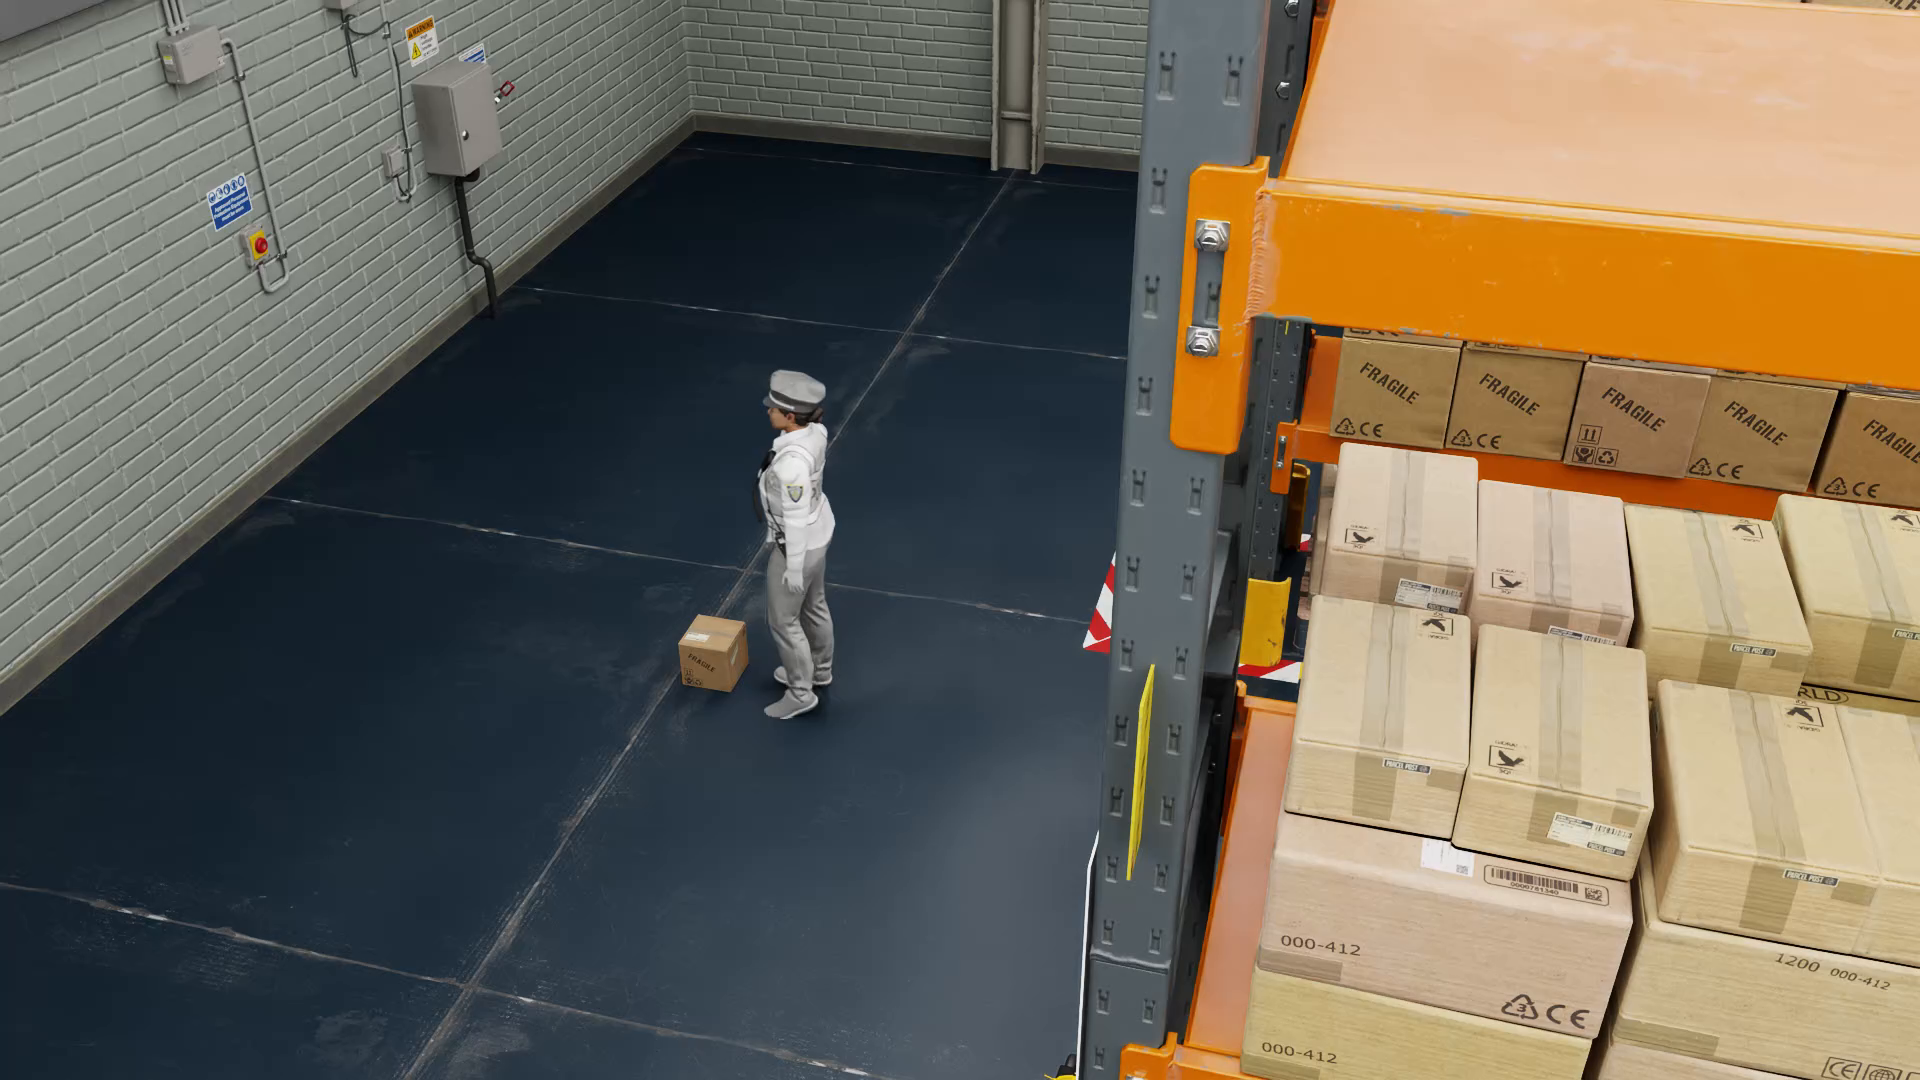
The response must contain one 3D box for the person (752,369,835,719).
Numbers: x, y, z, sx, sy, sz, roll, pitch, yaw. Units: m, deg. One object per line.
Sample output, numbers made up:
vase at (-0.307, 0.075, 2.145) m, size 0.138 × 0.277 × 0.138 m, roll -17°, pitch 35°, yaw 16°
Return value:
person at (-0.746, 0.033, 7.610) m, size 0.343 × 1.743 × 0.500 m, roll 4°, pitch 33°, yaw 6°
